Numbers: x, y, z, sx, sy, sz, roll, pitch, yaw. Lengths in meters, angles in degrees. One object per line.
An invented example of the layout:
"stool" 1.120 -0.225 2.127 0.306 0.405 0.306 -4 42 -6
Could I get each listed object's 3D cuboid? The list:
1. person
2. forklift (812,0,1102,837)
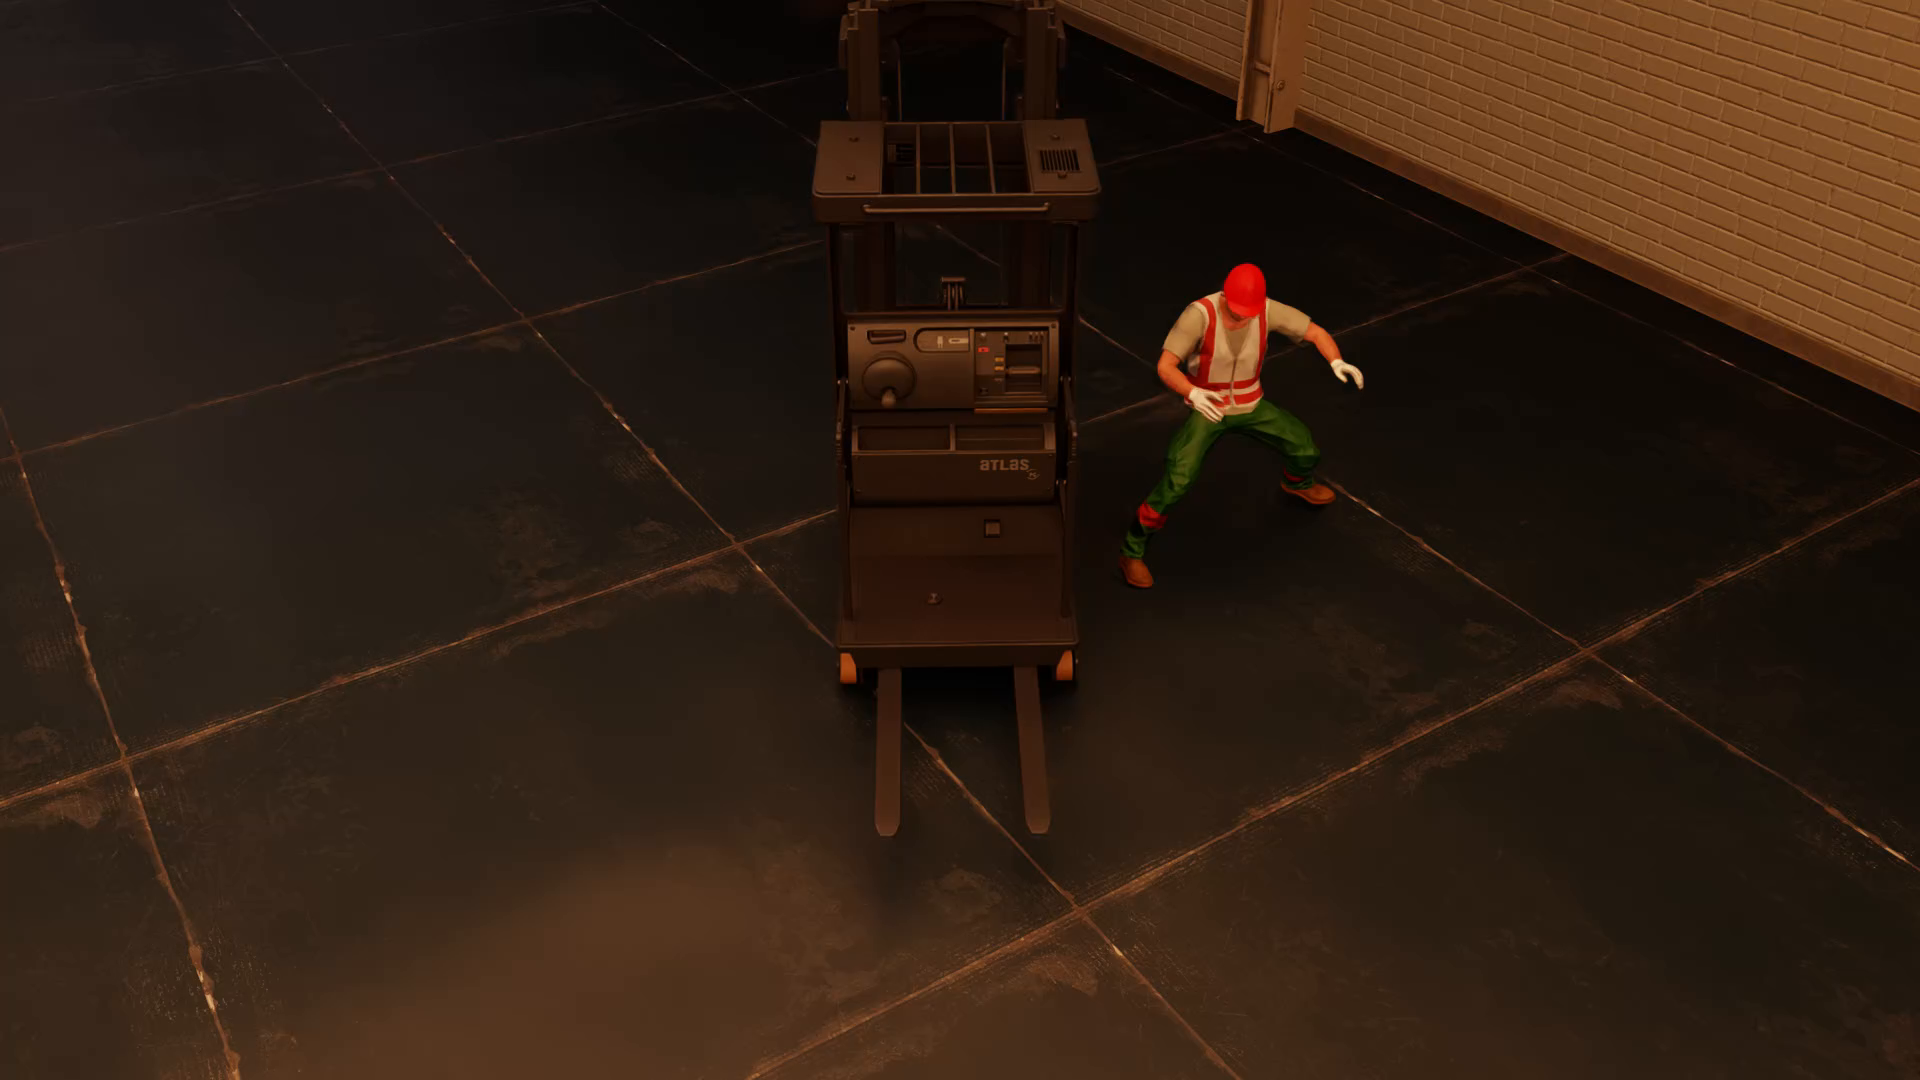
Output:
"person" 1.416 -0.632 8.247 1.287 1.555 0.720 -6 36 -9
"forklift" -0.021 -0.711 7.160 1.130 2.935 3.031 -1 35 -1
